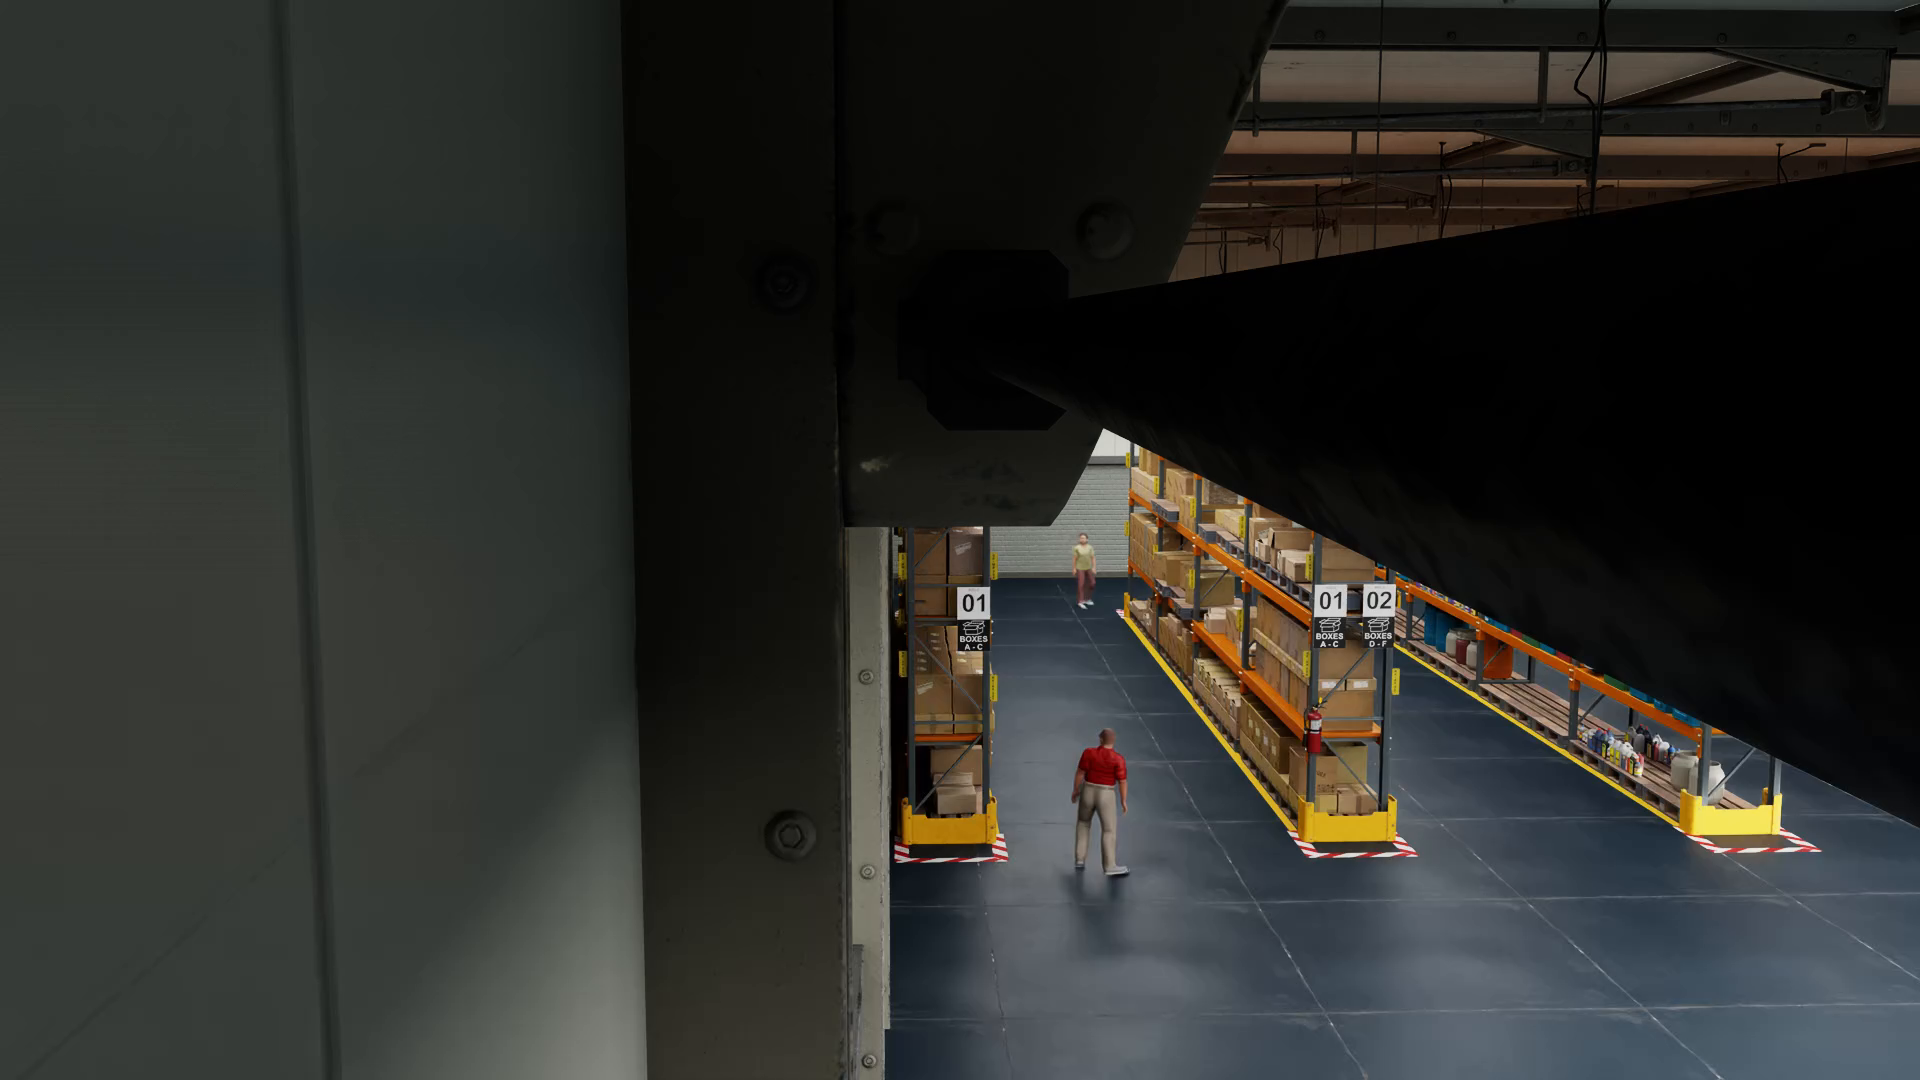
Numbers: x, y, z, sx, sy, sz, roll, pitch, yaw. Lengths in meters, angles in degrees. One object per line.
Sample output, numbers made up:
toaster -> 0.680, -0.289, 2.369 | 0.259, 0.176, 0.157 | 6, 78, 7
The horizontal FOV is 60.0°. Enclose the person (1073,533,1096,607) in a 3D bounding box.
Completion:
person -> 2.813, 0.677, 37.691 | 0.484, 1.678, 0.395 | -3, 8, -22

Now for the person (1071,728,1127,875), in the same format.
person -> 1.624, 3.037, 19.352 | 0.667, 1.771, 0.401 | 4, 8, 27
